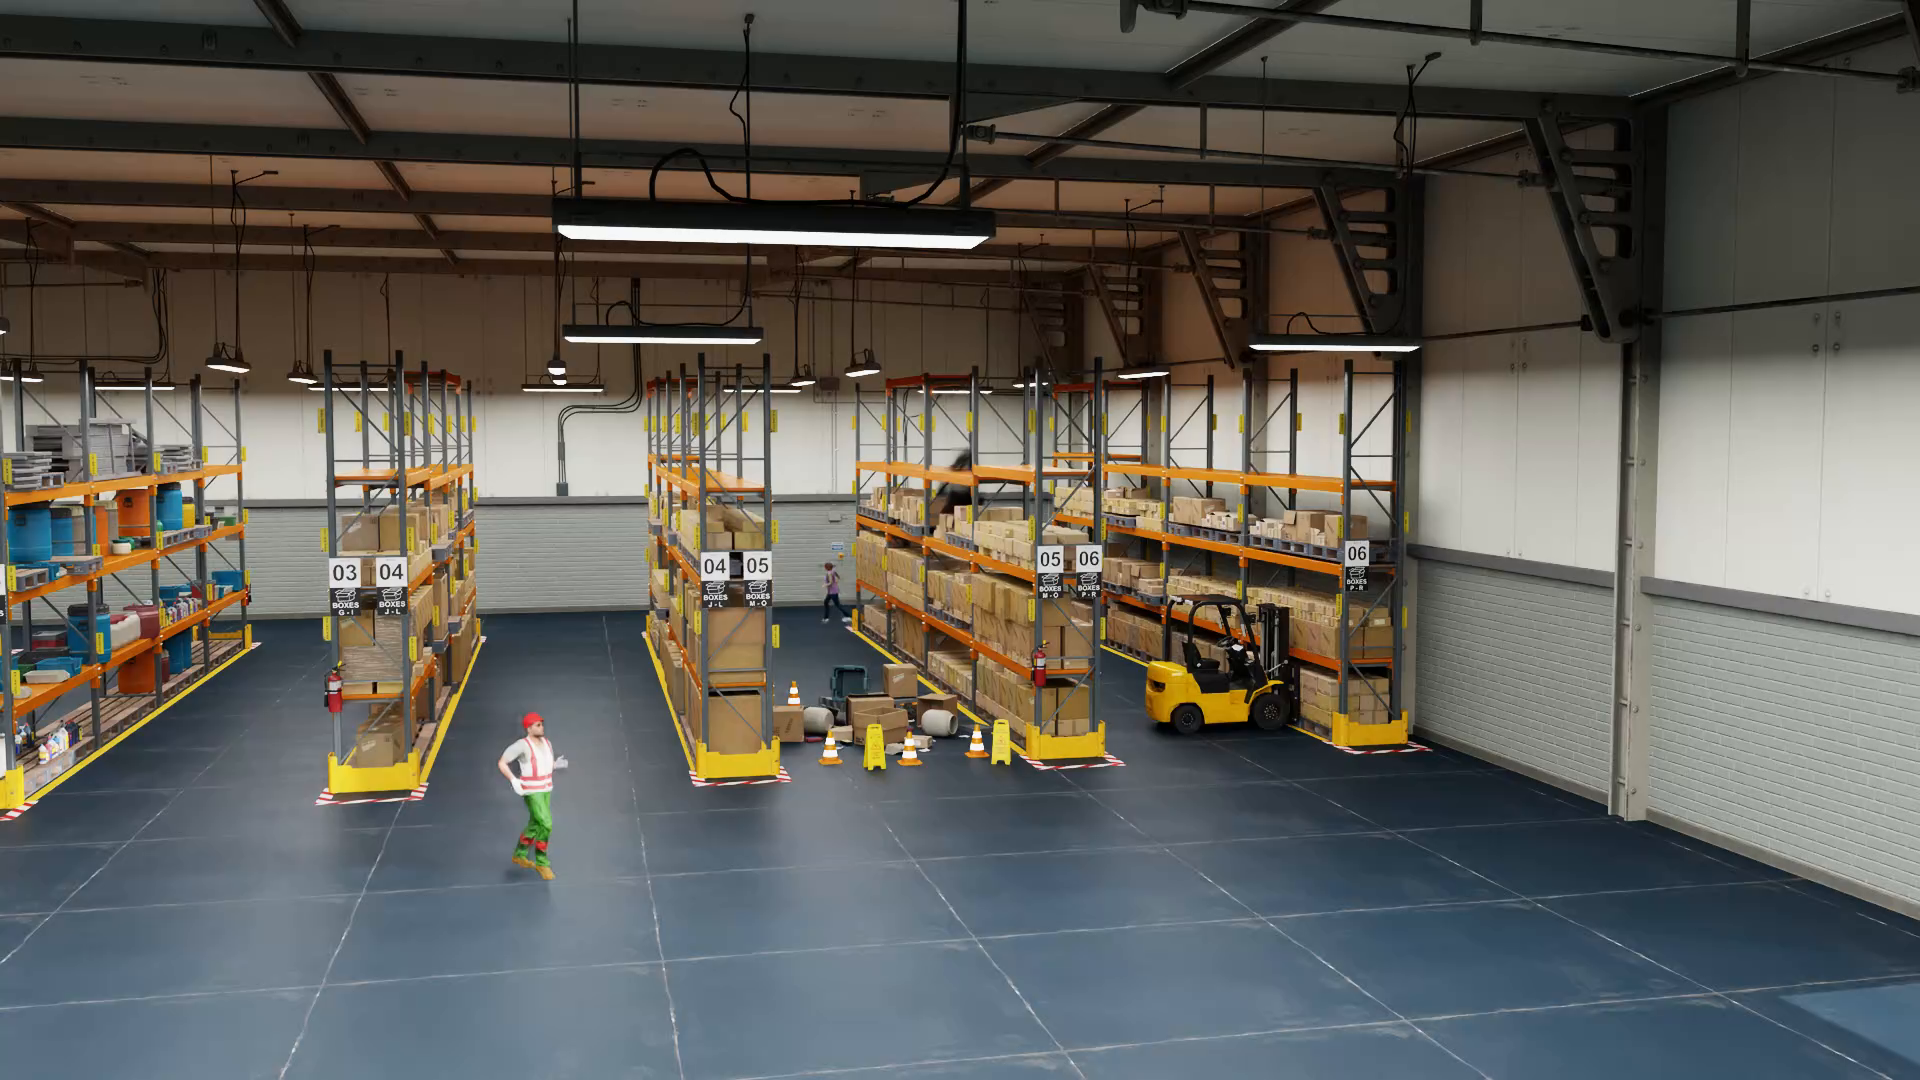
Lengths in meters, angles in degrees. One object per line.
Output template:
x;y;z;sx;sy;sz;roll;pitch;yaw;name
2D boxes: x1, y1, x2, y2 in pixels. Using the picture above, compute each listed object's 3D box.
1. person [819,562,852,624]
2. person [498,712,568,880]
-3.123;1.335;41.574;0.817;1.588;0.533;0;4;-3;person
-4.702;2.830;18.435;0.733;1.845;0.633;2;4;22;person
